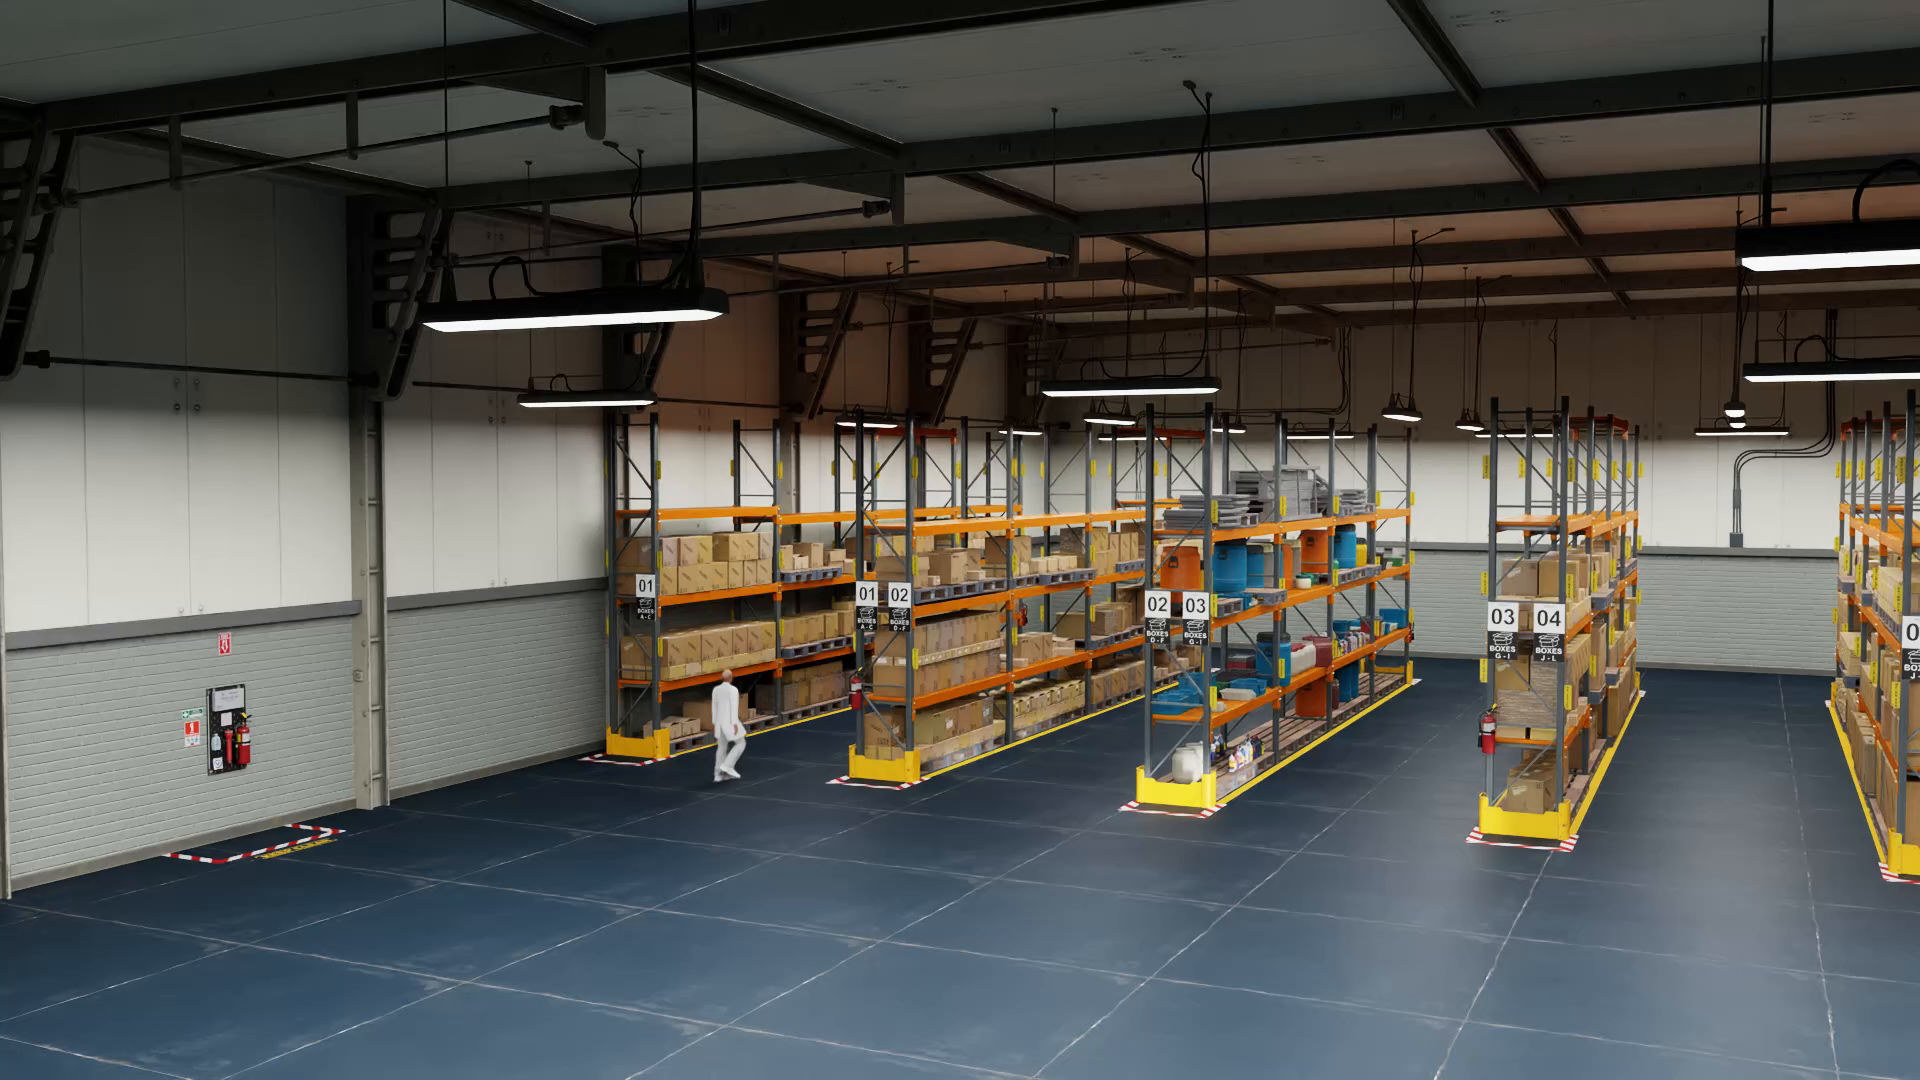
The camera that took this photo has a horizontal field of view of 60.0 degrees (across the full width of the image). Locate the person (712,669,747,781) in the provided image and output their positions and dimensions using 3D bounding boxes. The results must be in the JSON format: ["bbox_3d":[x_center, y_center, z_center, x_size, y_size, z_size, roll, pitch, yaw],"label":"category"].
[{"bbox_3d":[-3.762,2.974,26.820,0.614,1.766,0.528,2,3,36],"label":"person"}]

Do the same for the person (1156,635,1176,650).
[{"bbox_3d":[5.336,2.360,43.091,0.511,1.655,0.585,-2,3,-42],"label":"person"}]

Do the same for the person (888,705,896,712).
[{"bbox_3d":[-1.232,2.678,34.368,0.542,1.818,0.772,1,3,31],"label":"person"}]
